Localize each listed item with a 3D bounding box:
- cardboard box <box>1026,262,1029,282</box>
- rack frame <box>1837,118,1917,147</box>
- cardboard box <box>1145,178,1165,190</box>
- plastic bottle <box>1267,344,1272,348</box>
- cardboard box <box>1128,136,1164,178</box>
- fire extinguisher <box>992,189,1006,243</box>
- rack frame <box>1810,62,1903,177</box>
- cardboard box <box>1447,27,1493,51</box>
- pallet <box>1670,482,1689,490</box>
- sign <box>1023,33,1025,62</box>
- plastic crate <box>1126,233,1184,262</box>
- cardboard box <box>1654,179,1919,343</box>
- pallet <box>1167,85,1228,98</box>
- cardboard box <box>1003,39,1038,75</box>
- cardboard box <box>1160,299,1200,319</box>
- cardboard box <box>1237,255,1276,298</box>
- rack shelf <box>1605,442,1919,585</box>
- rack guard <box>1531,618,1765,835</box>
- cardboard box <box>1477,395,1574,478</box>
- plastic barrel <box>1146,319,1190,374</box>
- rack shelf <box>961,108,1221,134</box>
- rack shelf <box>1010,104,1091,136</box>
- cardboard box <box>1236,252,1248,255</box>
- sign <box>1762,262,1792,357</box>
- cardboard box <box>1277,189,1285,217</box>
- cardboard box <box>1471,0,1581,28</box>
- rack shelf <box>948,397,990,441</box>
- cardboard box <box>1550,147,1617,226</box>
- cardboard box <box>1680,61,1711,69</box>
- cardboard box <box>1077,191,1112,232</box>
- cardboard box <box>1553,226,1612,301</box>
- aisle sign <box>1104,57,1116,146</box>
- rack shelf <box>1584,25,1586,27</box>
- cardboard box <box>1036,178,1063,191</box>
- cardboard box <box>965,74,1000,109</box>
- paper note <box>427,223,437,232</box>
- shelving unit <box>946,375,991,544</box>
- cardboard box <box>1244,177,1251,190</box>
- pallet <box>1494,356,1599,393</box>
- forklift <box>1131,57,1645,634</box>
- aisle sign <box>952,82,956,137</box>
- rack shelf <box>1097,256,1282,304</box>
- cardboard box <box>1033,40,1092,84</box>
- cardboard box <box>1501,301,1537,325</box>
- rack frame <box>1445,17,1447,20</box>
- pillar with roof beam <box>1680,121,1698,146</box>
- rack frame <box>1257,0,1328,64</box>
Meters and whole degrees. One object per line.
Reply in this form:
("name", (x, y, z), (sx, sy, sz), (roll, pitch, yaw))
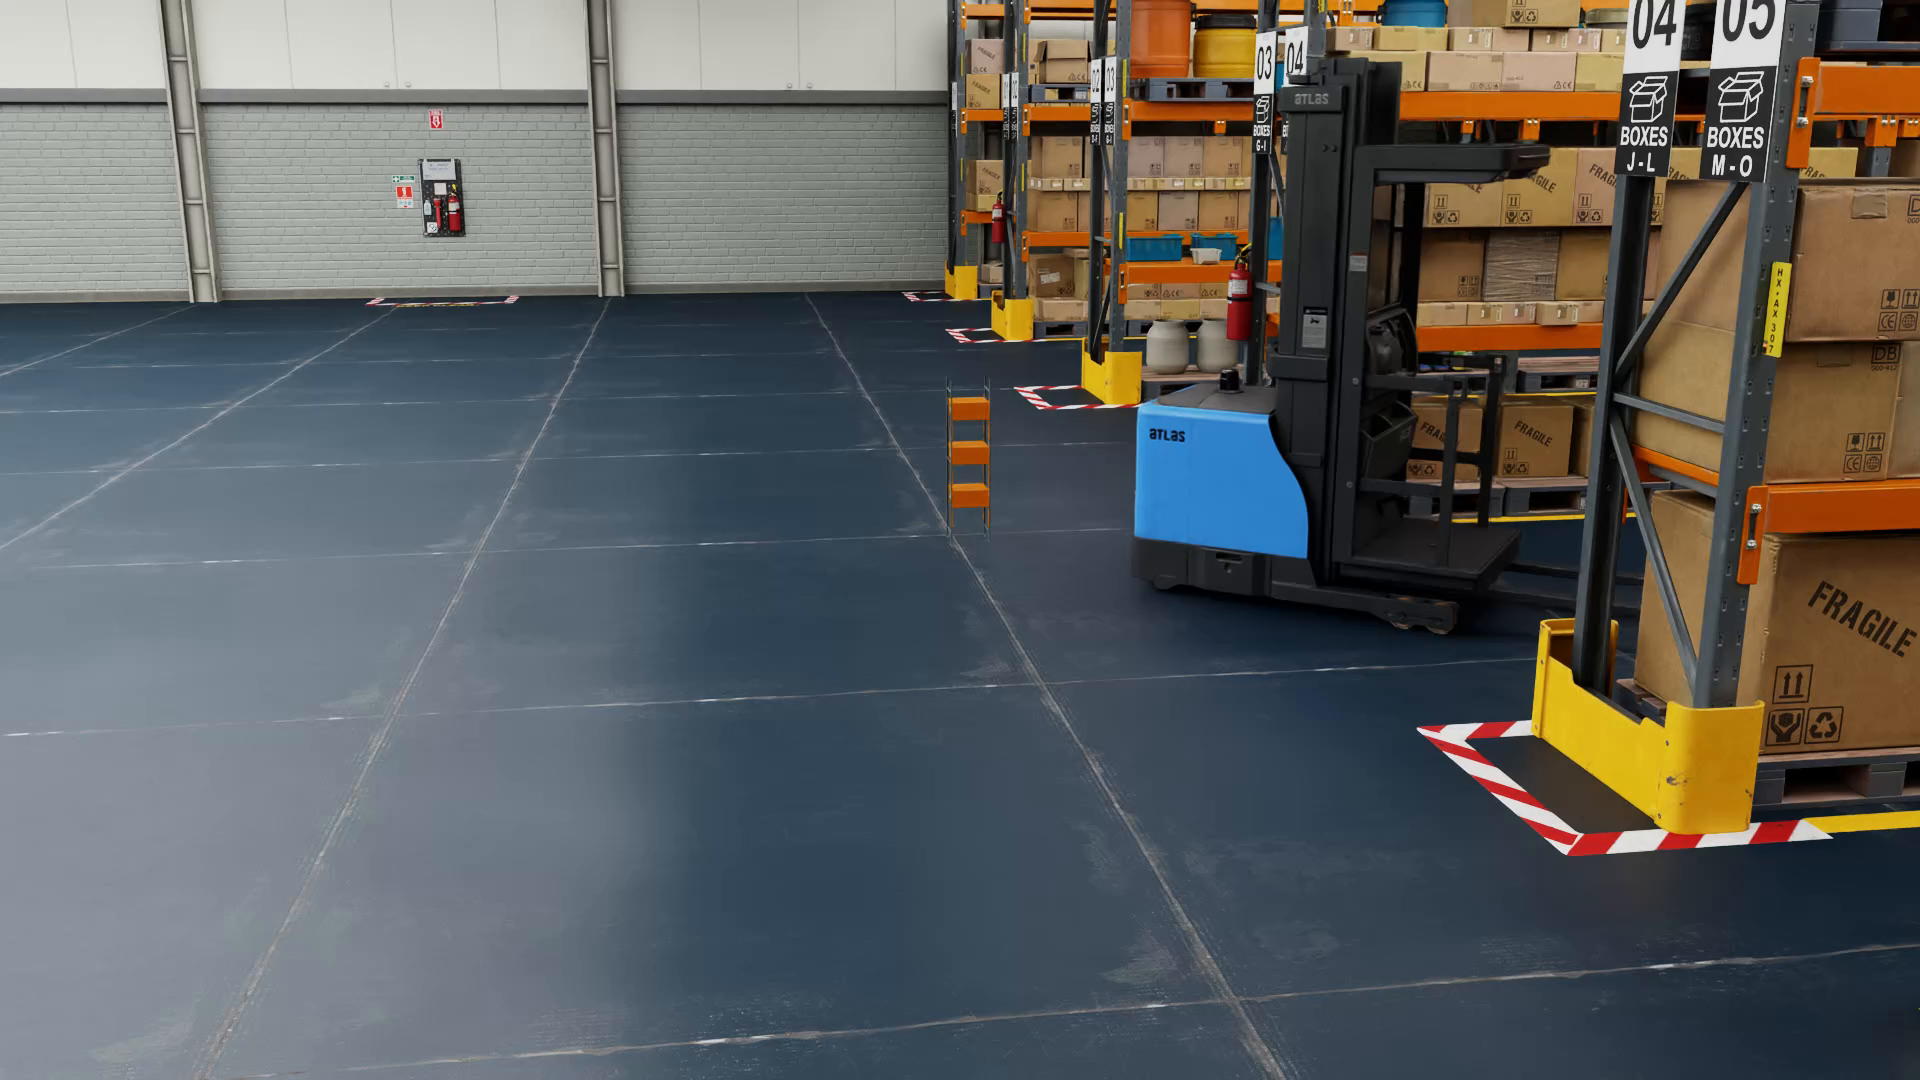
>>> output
("cardboard box", (1.203, -4.190, 25.887), (0.500, 0.311, 0.500), (-1, 14, -4))
("rack frame", (9.328, -3.164, 17.171), (0.127, 3.000, 1.000), (-2, 14, -8))
("cardboard box", (2.376, -4.438, 20.713), (0.250, 0.149, 0.380), (-2, 14, -9))
("plastic bottle", (3.168, -1.902, 16.987), (0.097, 0.201, 0.097), (0, 14, 0))
("cardboard box", (2.216, -4.798, 20.814), (0.500, 0.500, 0.700), (-2, 14, -8))
("fire extinguisher", (0.497, -4.135, 21.204), (0.183, 0.674, 0.296), (-2, 14, -8))
("rack frame", (6.110, -1.827, 11.842), (0.127, 3.000, 1.000), (-2, 14, -8))
("cardboard box", (3.244, -3.230, 10.757), (0.250, 0.149, 0.380), (-2, 14, -6))
("pallet", (5.452, -0.442, 12.050), (1.213, 0.211, 1.003), (-2, 14, -8))
("sign", (0.760, -5.849, 19.752), (0.005, 0.325, 0.100), (-2, 14, -8))
("plastic crate", (1.868, -2.892, 16.392), (0.616, 0.251, 0.499), (-2, 14, -8))
("cardboard box", (3.167, -1.086, 6.359), (0.550, 0.550, 0.875), (-2, 14, -8))
("pallet", (2.595, -5.542, 20.669), (1.213, 0.211, 1.003), (-2, 14, -8))
("cardboard box", (0.862, -7.217, 24.863), (0.500, 0.500, 0.500), (-2, 14, -9))
("cardboard box", (2.730, -2.955, 21.129), (0.500, 0.250, 0.500), (-2, 14, -8))
("cardboard box", (3.716, -3.359, 21.199), (0.500, 0.500, 0.500), (-2, 14, -8))
("rack shelf", (4.772, -0.209, 6.869), (4.000, 0.370, 1.077), (-2, 14, -8))
("rack guard", (2.770, 0.728, 6.793), (0.348, 0.500, 1.175), (-2, 14, -8))
("cardboard box", (3.983, -0.740, 11.783), (0.500, 0.500, 0.500), (-1, 14, -3))
("plastic barrel", (2.057, -1.913, 16.435), (0.421, 0.512, 0.421), (0, 14, 0))
("rack shelf", (1.919, -6.435, 25.529), (4.000, 0.370, 1.077), (-2, 14, -8))
("rack shelf", (2.661, -5.244, 20.778), (4.000, 0.370, 1.077), (-2, 14, -8))
("cardboard box", (3.640, -3.483, 21.690), (0.500, 0.500, 0.500), (-2, 14, -8))
("sign", (2.871, -0.810, 5.844), (0.005, 0.325, 0.100), (-2, 14, -8))
("cardboard box", (4.200, -4.241, 21.262), (0.500, 0.500, 0.700), (-2, 14, -10))
("cardboard box", (3.663, -3.562, 10.746), (0.500, 0.500, 0.500), (-2, 14, -9))
("rack shelf", (0.053, -0.776, 10.535), (0.240, 0.259, 0.215), (-2, 14, -8))
("cardboard box", (4.223, -2.369, 11.129), (0.500, 0.500, 0.500), (-2, 14, -8))
("cardboard box", (4.677, -3.094, 11.035), (0.500, 0.250, 0.500), (-2, 14, -9))
("cardboard box", (1.665, -4.148, 20.890), (0.500, 0.500, 0.700), (-2, 14, -7))
("cardboard box", (4.177, -1.959, 11.548), (0.500, 0.500, 0.875), (-2, 14, -8))
("aisle sign", (1.390, -4.062, 15.407), (0.004, 0.787, 0.394), (-2, 14, -8))
("rack shelf", (9.830, -7.986, 26.368), (4.000, 0.370, 1.077), (-2, 14, -8))
("cardboard box", (1.103, -4.391, 20.525), (0.250, 0.149, 0.380), (-2, 14, -9))
("cardboard box", (0.309, -6.722, 24.946), (0.500, 0.500, 0.500), (-2, 14, -7))
("paper note", (-8.063, -4.775, 25.408), (0.142, 0.148, 0.016), (-2, 14, -8))
("shelving unit", (0.053, -0.511, 10.602), (0.252, 1.050, 0.215), (-2, 14, -8))
("cardboard box", (3.638, -4.484, 20.895), (0.250, 0.149, 0.380), (-2, 14, -8))
("pallet", (6.143, -1.704, 17.083), (1.213, 0.211, 1.003), (-2, 14, -8))
("forklift", (2.529, -1.074, 8.978), (3.031, 2.935, 1.130), (8, 16, 28))
("aisle sign", (-0.085, -6.443, 24.903), (0.004, 0.787, 0.394), (-2, 14, -8))
("rack shelf", (3.395, -2.597, 16.391), (4.000, 0.370, 1.077), (-2, 14, -8))
("cardboard box", (1.252, -5.862, 20.400), (0.637, 0.503, 0.797), (-1, 14, -4))
("cardboard box", (3.707, -1.560, 11.294), (0.250, 0.149, 0.380), (-2, 14, -8))
("rack frame", (7.852, -8.457, 25.943), (0.127, 3.000, 1.000), (-2, 14, -8))
("pillar with roof beam", (13.012, -7.800, 23.323), (0.400, 9.000, 9.100), (-2, 14, -8))
("rack frame", (2.155, -4.592, 10.534), (0.127, 3.000, 1.000), (-2, 14, -8))
